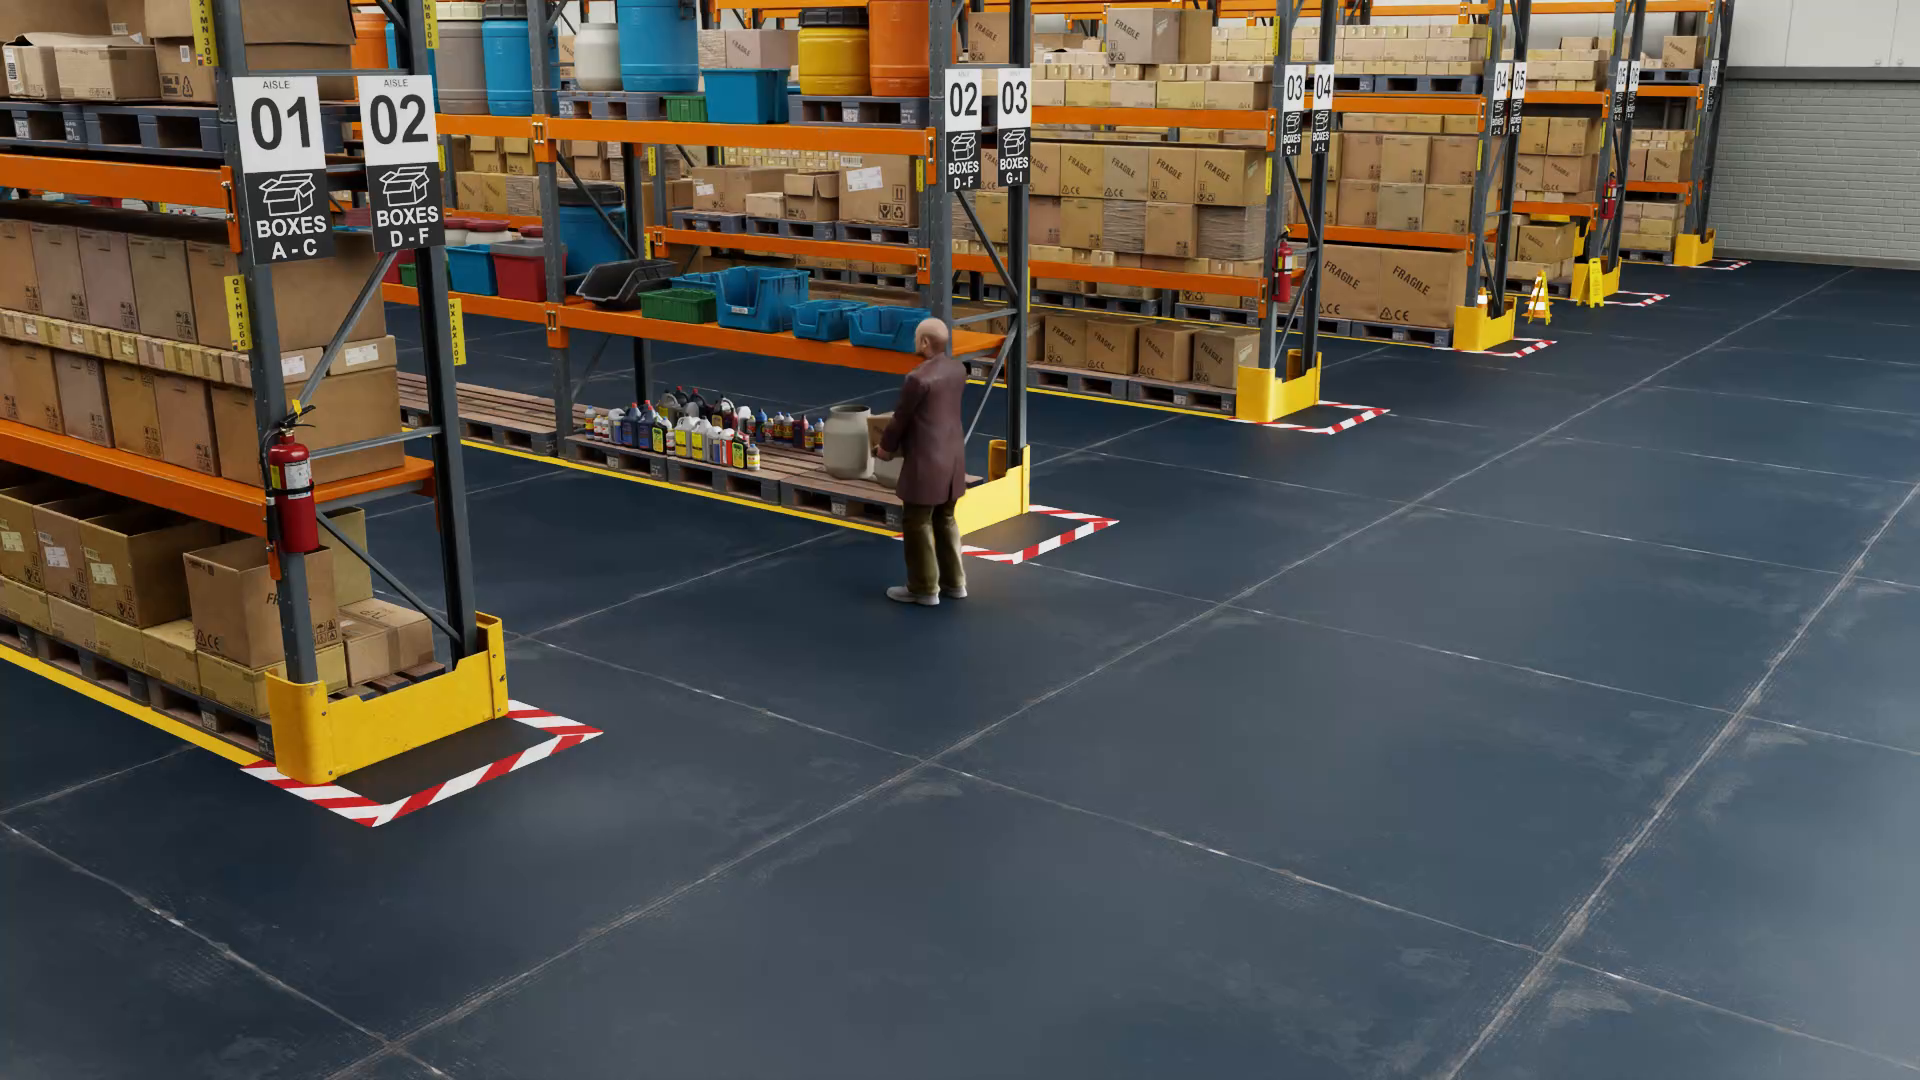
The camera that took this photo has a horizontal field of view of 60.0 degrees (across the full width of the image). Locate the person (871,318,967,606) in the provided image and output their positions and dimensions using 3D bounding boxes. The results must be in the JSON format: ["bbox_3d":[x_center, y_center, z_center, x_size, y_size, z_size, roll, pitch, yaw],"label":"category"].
[{"bbox_3d":[-0.250,-0.493,10.254,0.559,1.780,0.527,11,20,34],"label":"person"}]
